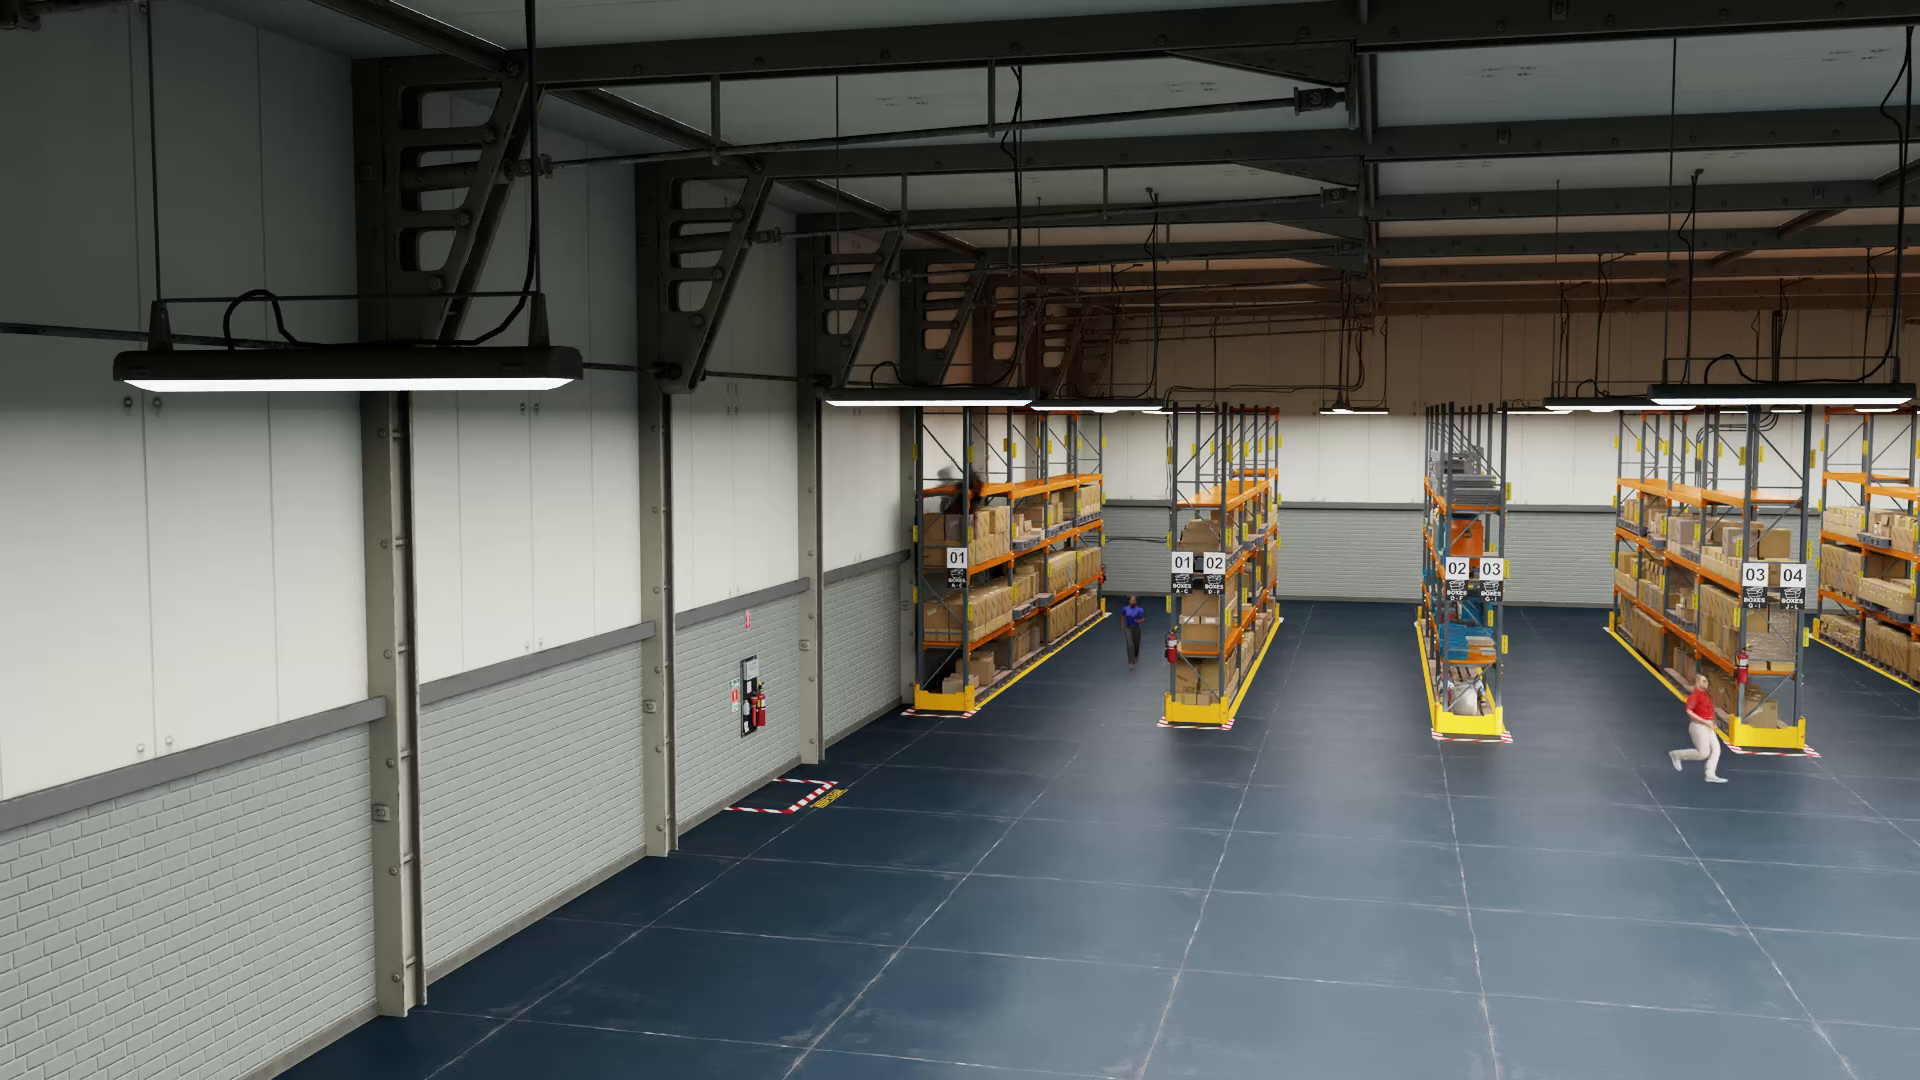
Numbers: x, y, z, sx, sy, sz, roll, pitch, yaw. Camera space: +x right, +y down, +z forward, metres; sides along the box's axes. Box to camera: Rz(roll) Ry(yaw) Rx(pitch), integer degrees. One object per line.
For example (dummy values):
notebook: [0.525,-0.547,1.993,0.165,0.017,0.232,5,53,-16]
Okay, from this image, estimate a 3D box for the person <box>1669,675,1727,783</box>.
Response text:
person: [11.645,2.959,26.138,0.835,1.685,0.677,4,6,41]

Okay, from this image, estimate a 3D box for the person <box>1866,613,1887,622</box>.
person: [24.329,1.670,43.937,0.837,1.670,0.599,1,4,10]

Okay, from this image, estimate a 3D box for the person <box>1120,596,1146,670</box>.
person: [3.941,2.081,37.887,0.576,1.640,0.892,0,4,6]
